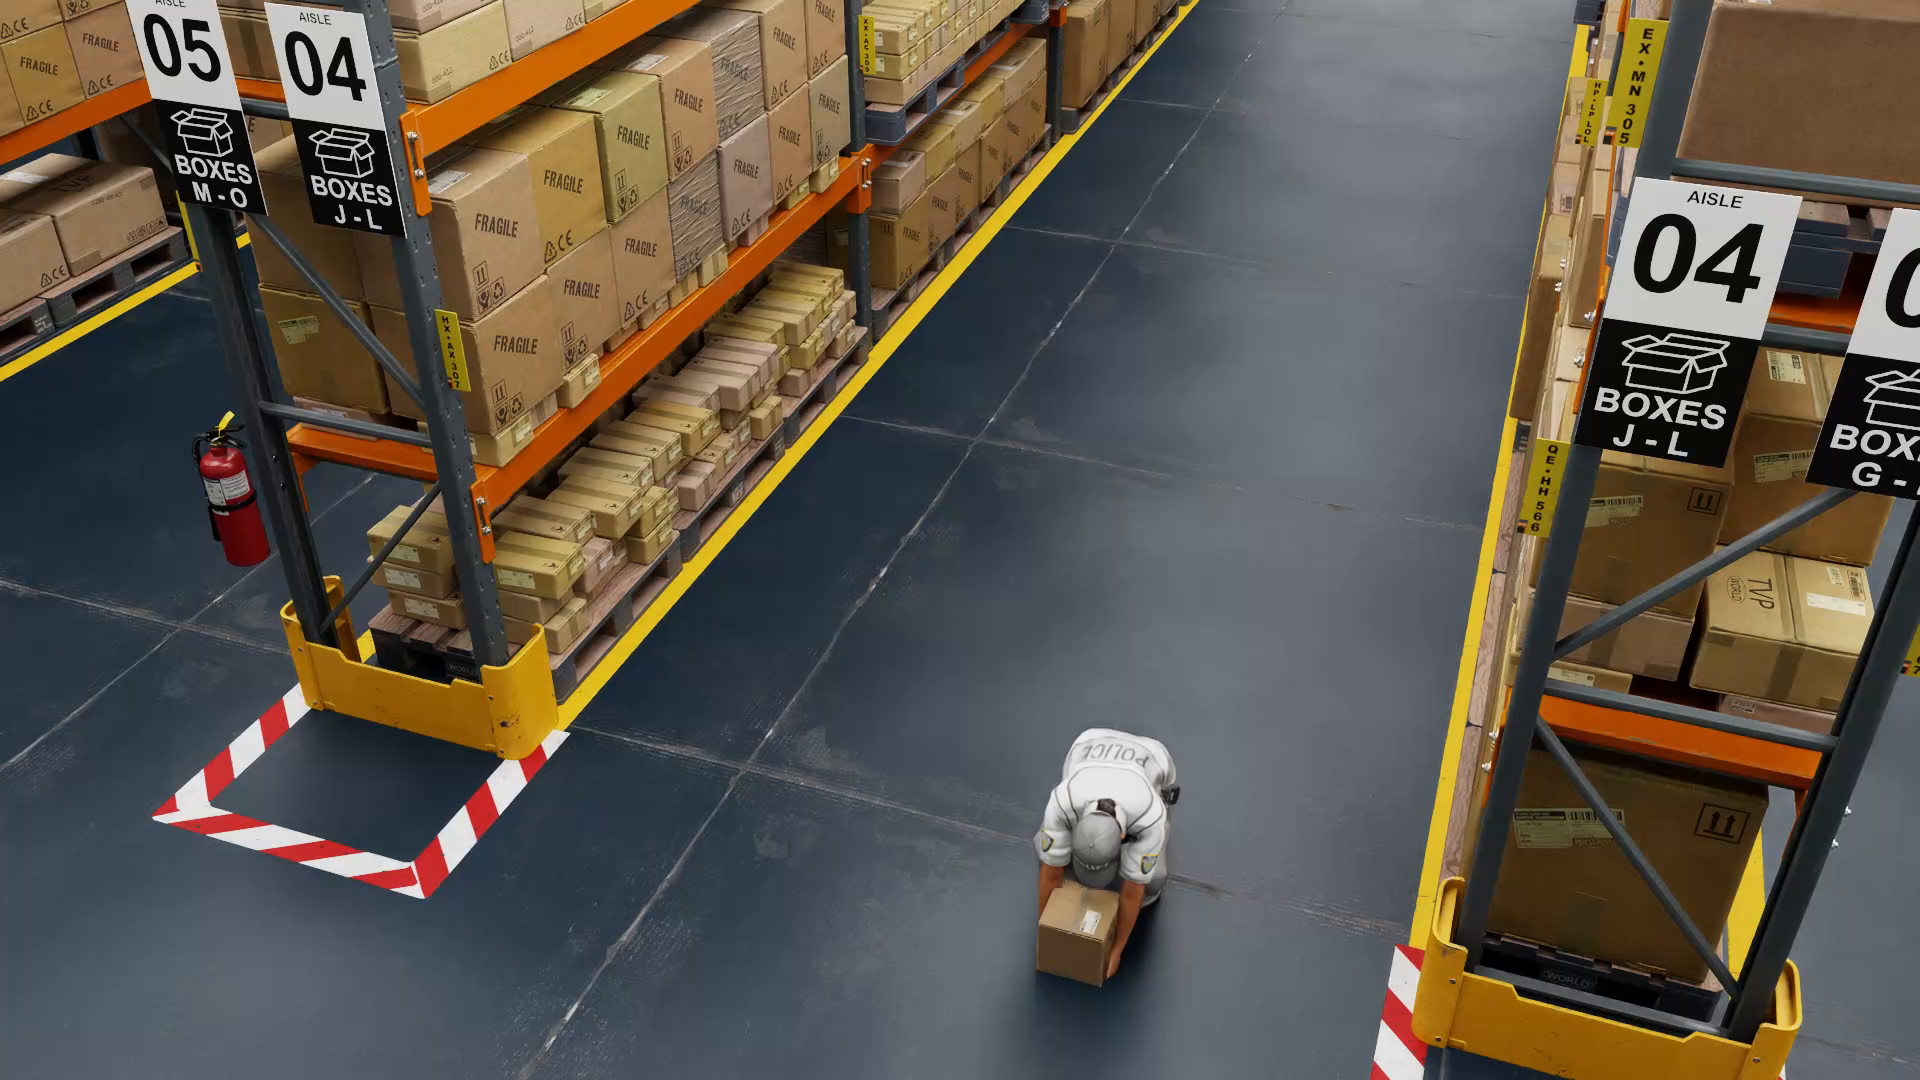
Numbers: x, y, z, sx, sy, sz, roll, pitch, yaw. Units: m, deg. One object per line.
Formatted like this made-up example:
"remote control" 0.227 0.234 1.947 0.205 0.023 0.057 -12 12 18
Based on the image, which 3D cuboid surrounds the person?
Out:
"person" 0.559 1.125 6.331 0.519 0.808 0.897 11 35 16
